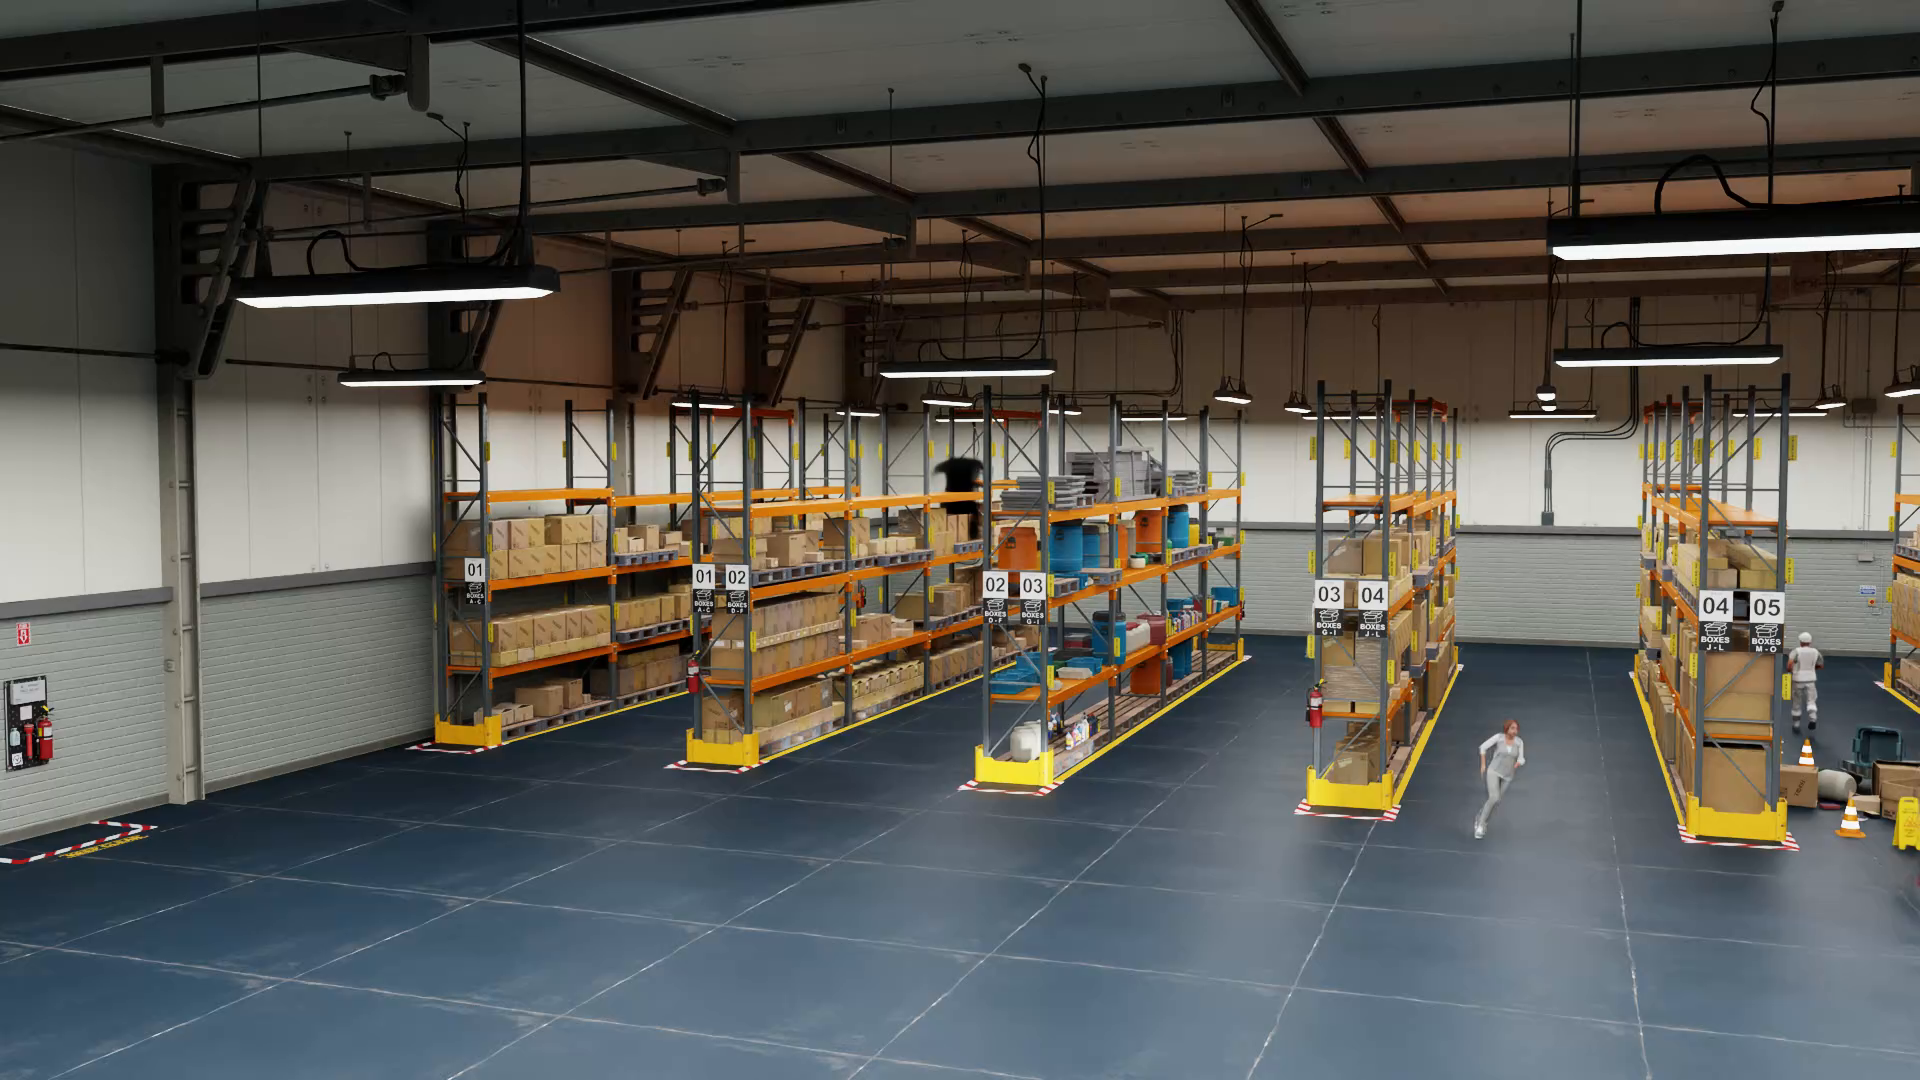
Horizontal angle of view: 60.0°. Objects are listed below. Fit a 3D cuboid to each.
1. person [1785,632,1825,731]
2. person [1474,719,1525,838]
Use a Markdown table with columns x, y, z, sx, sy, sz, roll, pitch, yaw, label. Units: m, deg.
| x | y | z | sx | sy | sz | roll | pitch | yaw | label |
| --- | --- | --- | --- | --- | --- | --- | --- | --- | --- |
| 14.991 | 2.516 | 29.527 | 0.655 | 1.765 | 1.000 | 1 | 3 | 16 | person |
| 6.940 | 3.062 | 21.515 | 0.678 | 1.527 | 0.708 | 0 | 3 | -7 | person |
